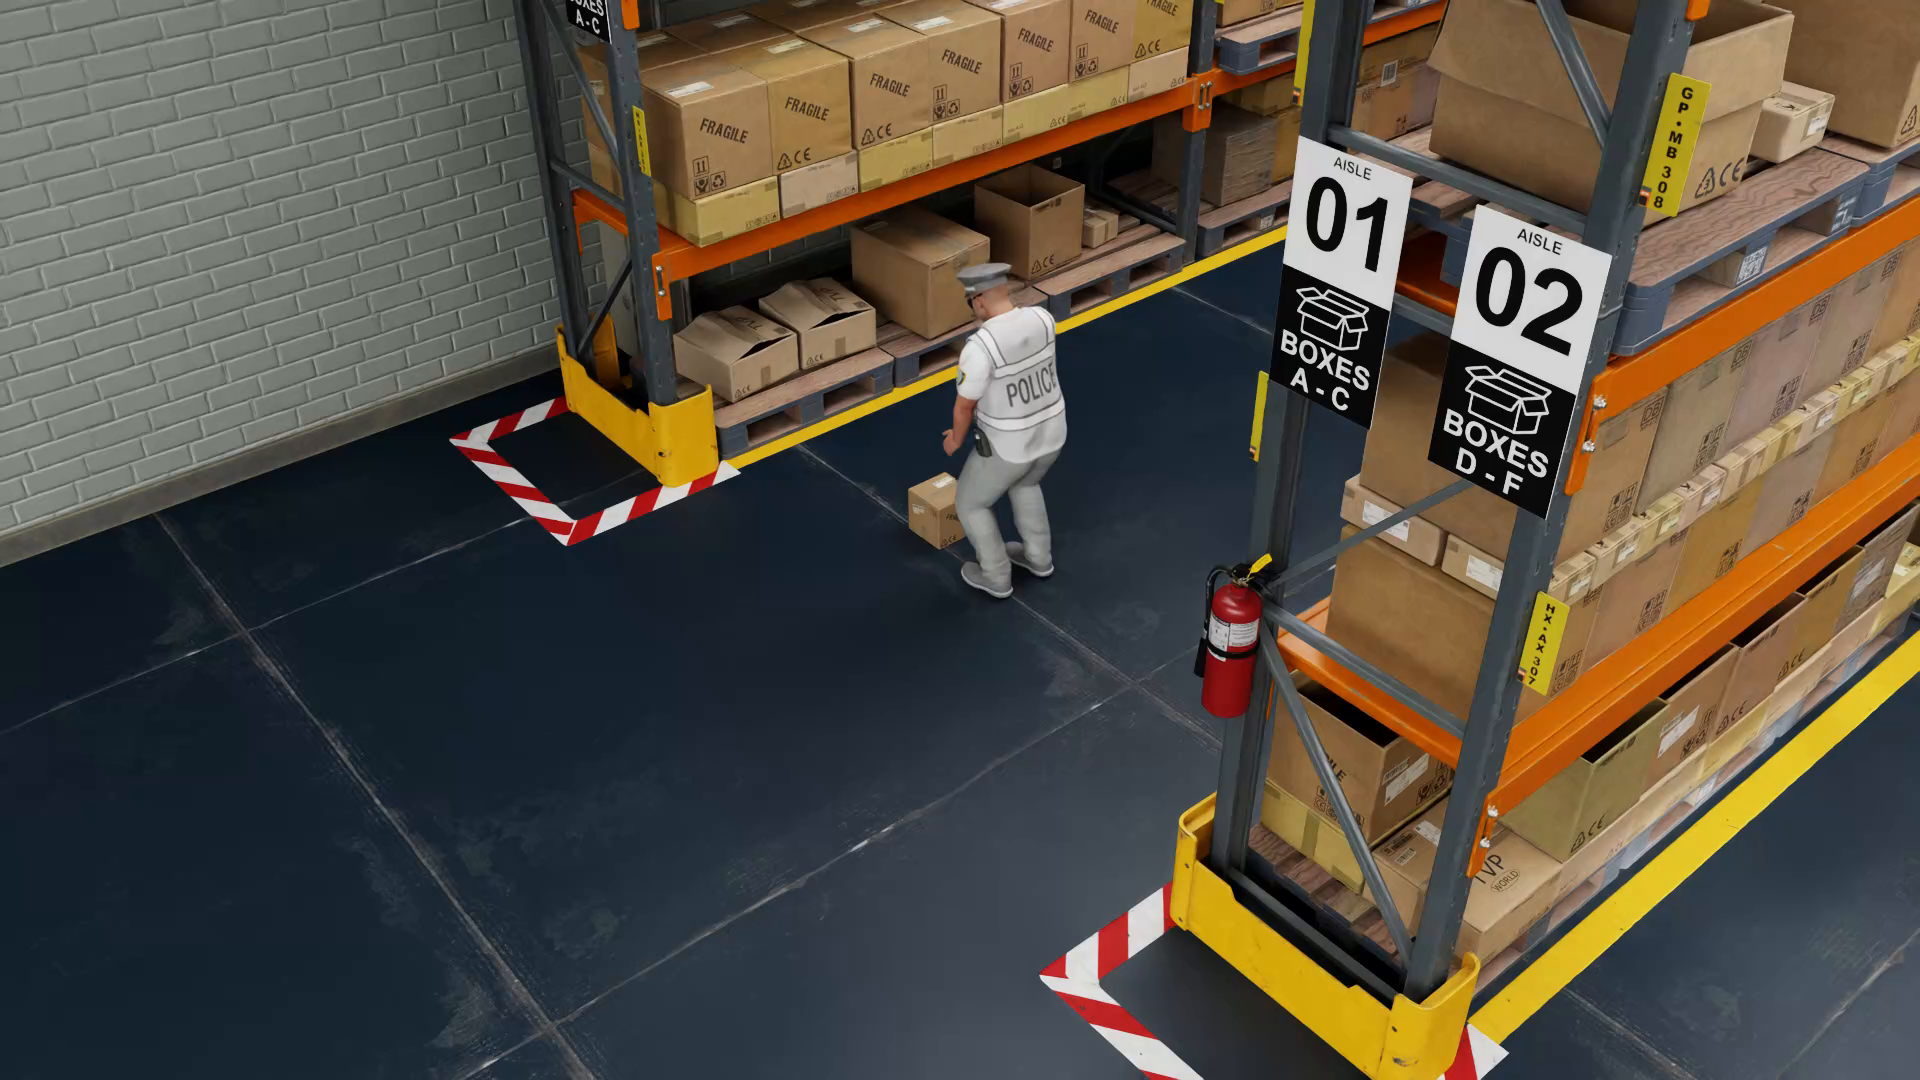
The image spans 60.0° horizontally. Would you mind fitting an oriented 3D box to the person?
[{"bbox_3d":[0.206,-0.496,7.838,0.564,1.678,0.539,-25,43,-31],"label":"person"}]
